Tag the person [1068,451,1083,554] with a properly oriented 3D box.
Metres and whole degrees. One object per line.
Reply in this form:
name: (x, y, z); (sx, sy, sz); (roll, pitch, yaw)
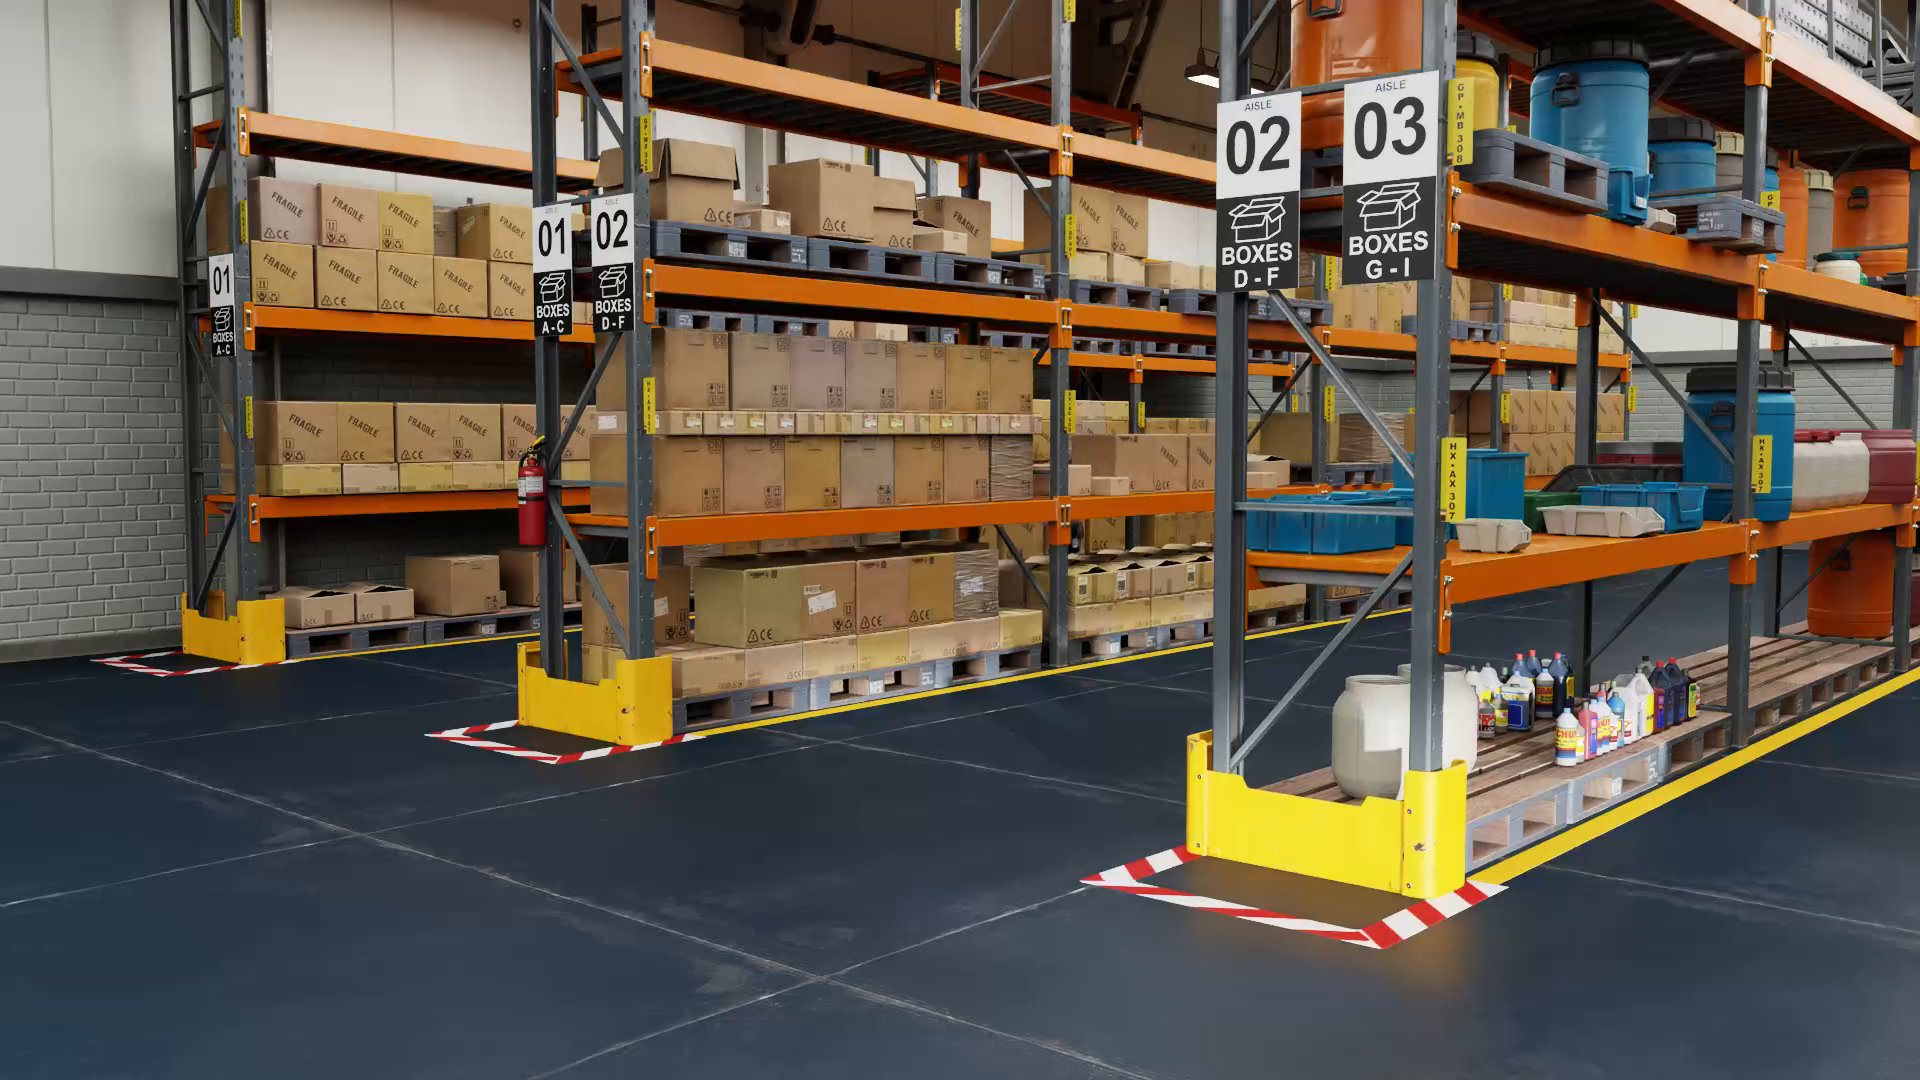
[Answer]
person: (1.138, -0.161, 17.750); (0.442, 1.594, 0.435); (-3, 5, -34)
